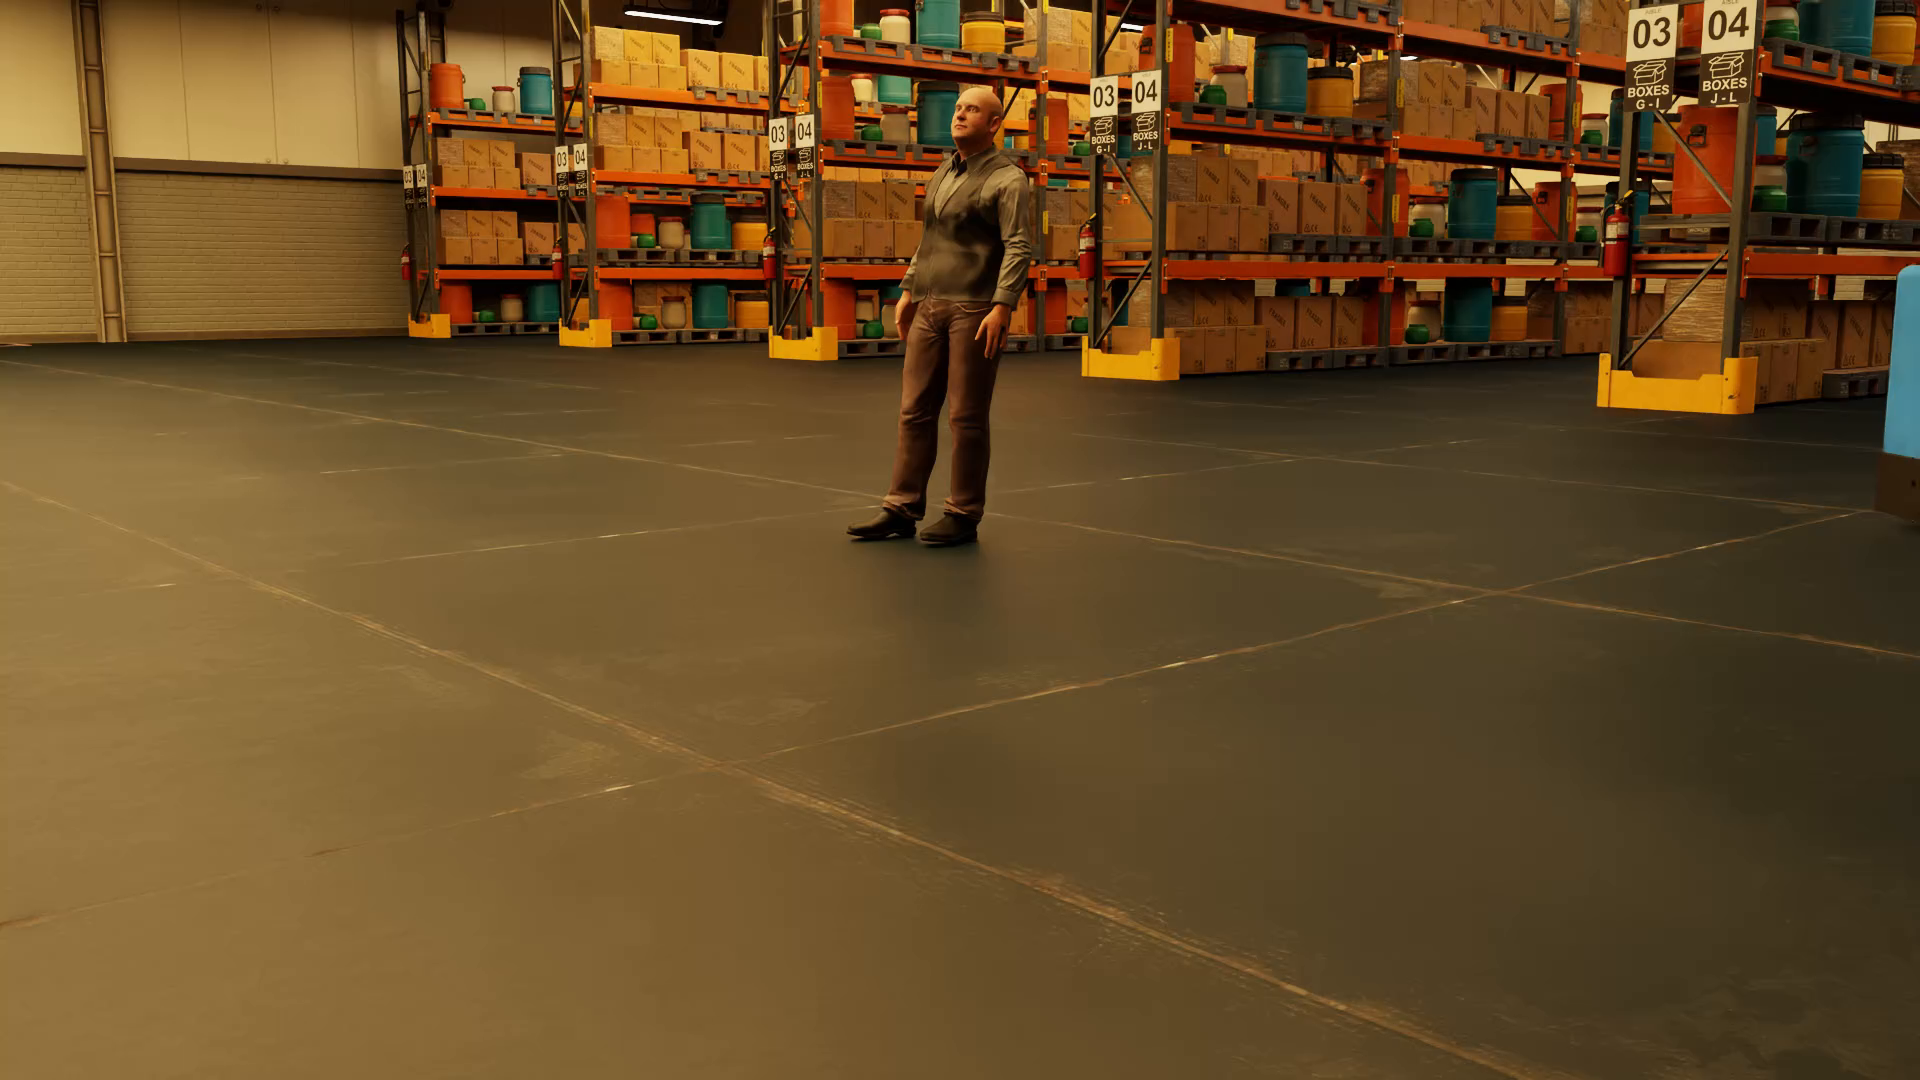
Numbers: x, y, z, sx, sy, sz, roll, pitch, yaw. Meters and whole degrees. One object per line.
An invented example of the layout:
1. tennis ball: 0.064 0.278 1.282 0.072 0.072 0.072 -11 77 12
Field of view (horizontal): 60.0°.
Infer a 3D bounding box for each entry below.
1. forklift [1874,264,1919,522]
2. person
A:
1. forklift: 5.278 -1.427 6.176 3.031 2.935 1.130 0 9 2
2. person: -0.052 -0.853 6.373 0.568 1.720 0.632 -8 12 -40
